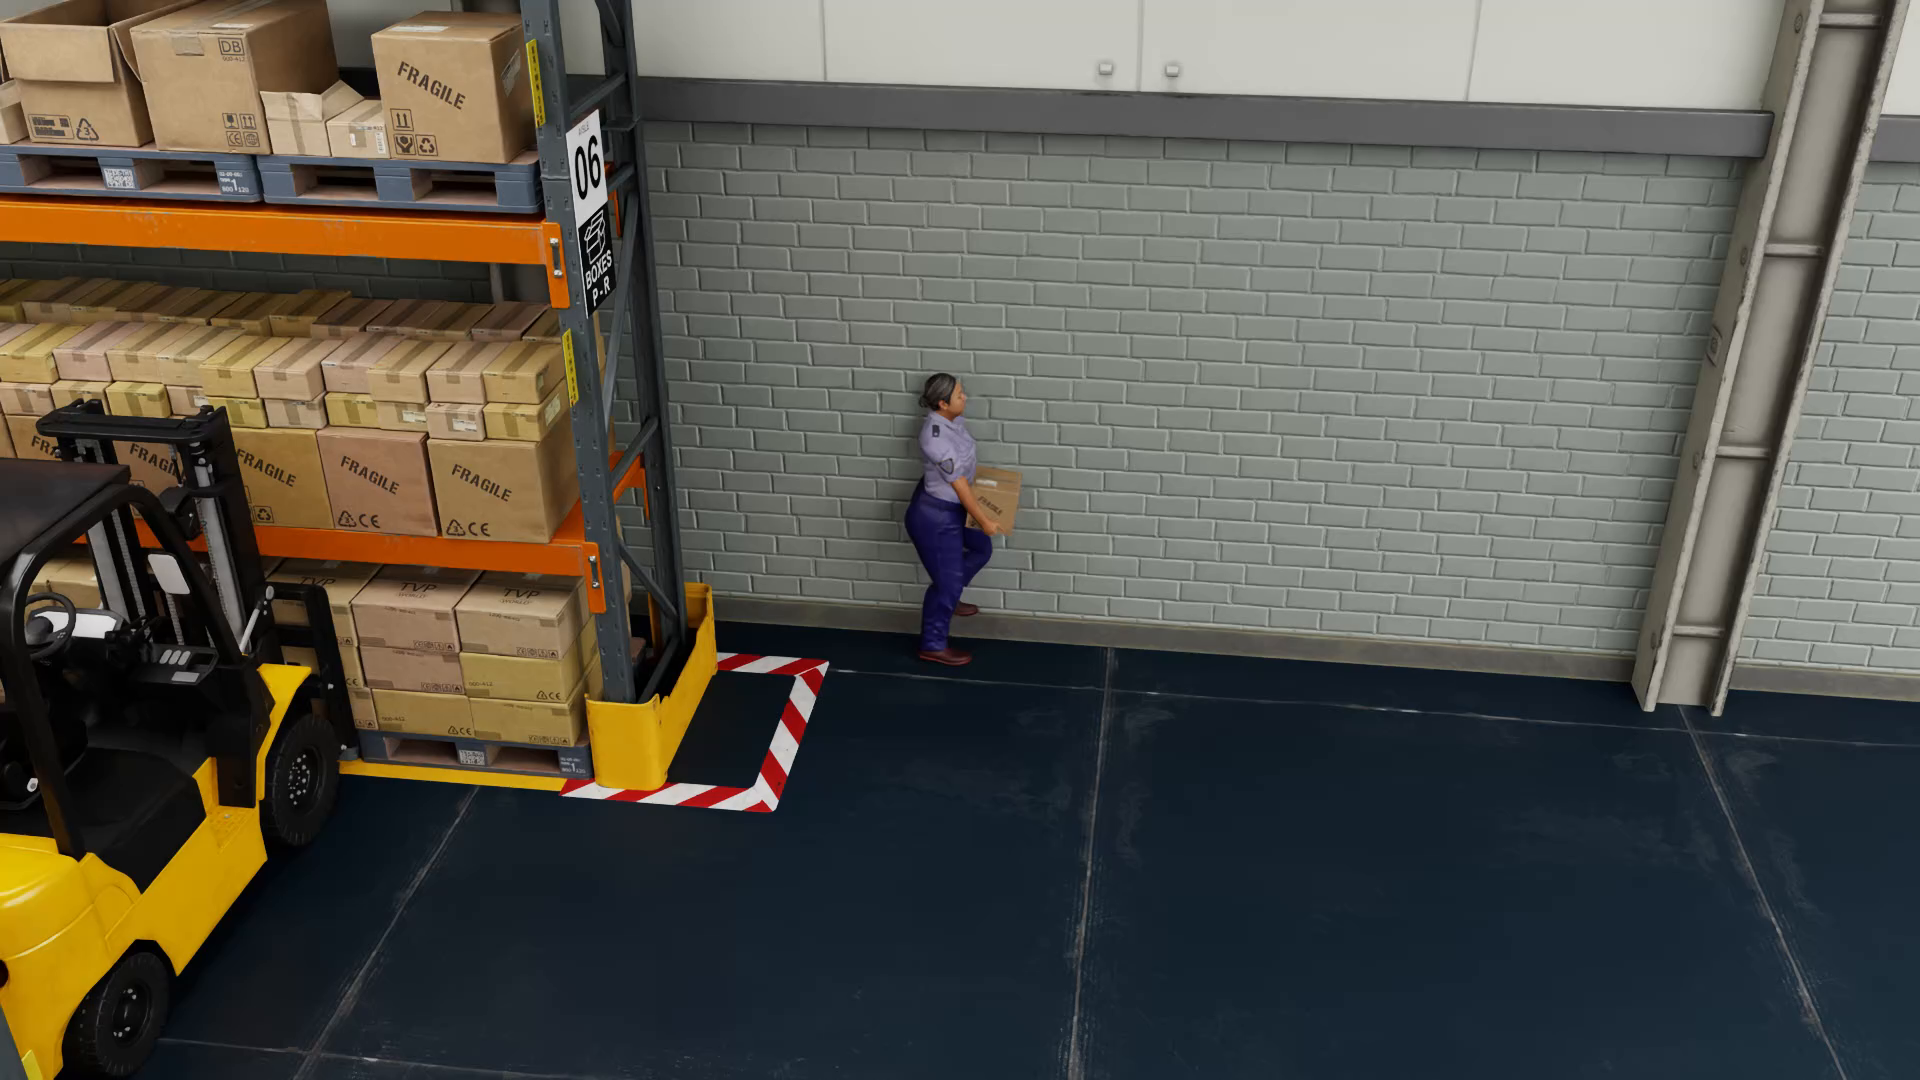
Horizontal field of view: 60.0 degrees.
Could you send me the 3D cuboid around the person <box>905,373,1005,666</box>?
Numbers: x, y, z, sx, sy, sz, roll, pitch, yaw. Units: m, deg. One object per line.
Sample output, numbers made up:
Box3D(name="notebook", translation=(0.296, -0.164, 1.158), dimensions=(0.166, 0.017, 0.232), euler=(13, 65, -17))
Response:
Box3D(name="person", translation=(-0.014, -0.131, 8.897), dimensions=(0.539, 1.641, 0.458), euler=(3, 29, 5))
